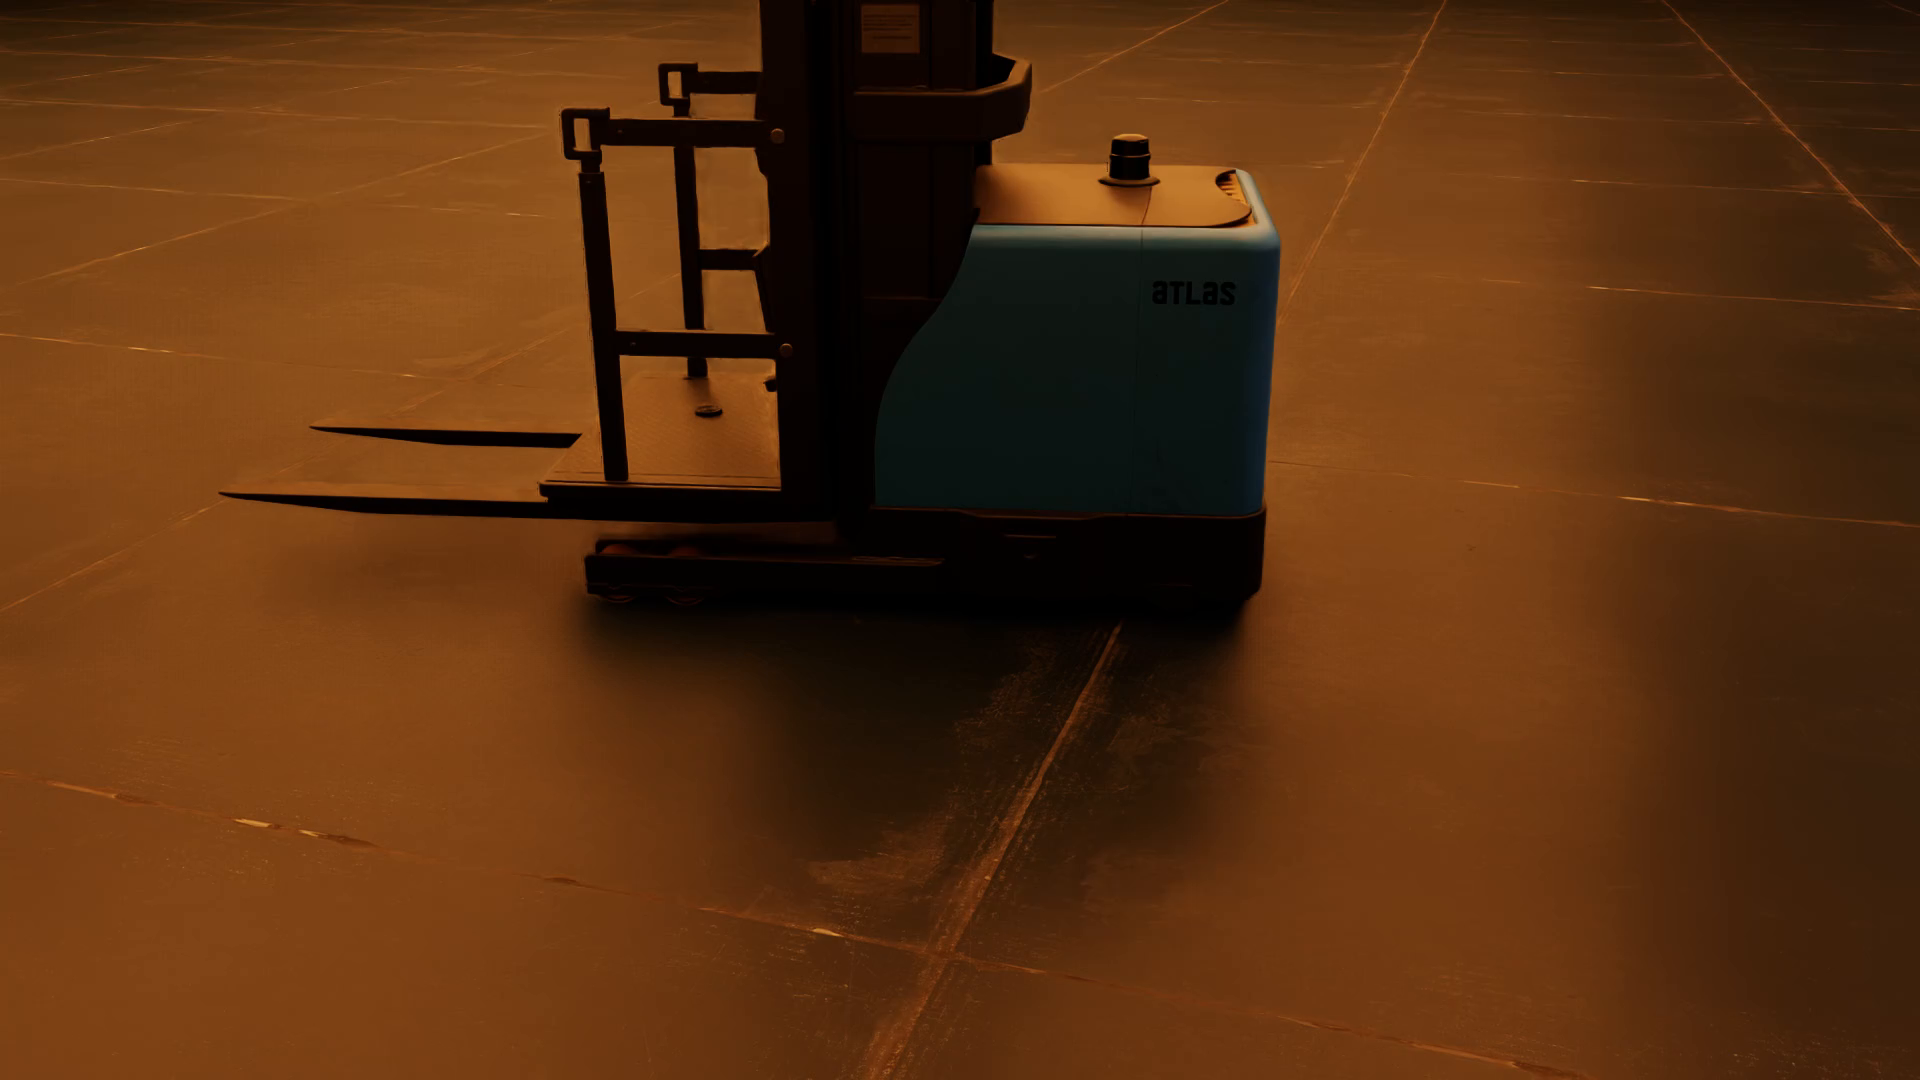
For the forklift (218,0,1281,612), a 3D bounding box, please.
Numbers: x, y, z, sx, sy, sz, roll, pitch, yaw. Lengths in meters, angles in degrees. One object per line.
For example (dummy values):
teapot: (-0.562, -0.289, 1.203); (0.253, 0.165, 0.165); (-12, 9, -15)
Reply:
forklift: (-0.641, -1.368, 4.594); (3.031, 2.935, 1.130); (2, 22, 4)
